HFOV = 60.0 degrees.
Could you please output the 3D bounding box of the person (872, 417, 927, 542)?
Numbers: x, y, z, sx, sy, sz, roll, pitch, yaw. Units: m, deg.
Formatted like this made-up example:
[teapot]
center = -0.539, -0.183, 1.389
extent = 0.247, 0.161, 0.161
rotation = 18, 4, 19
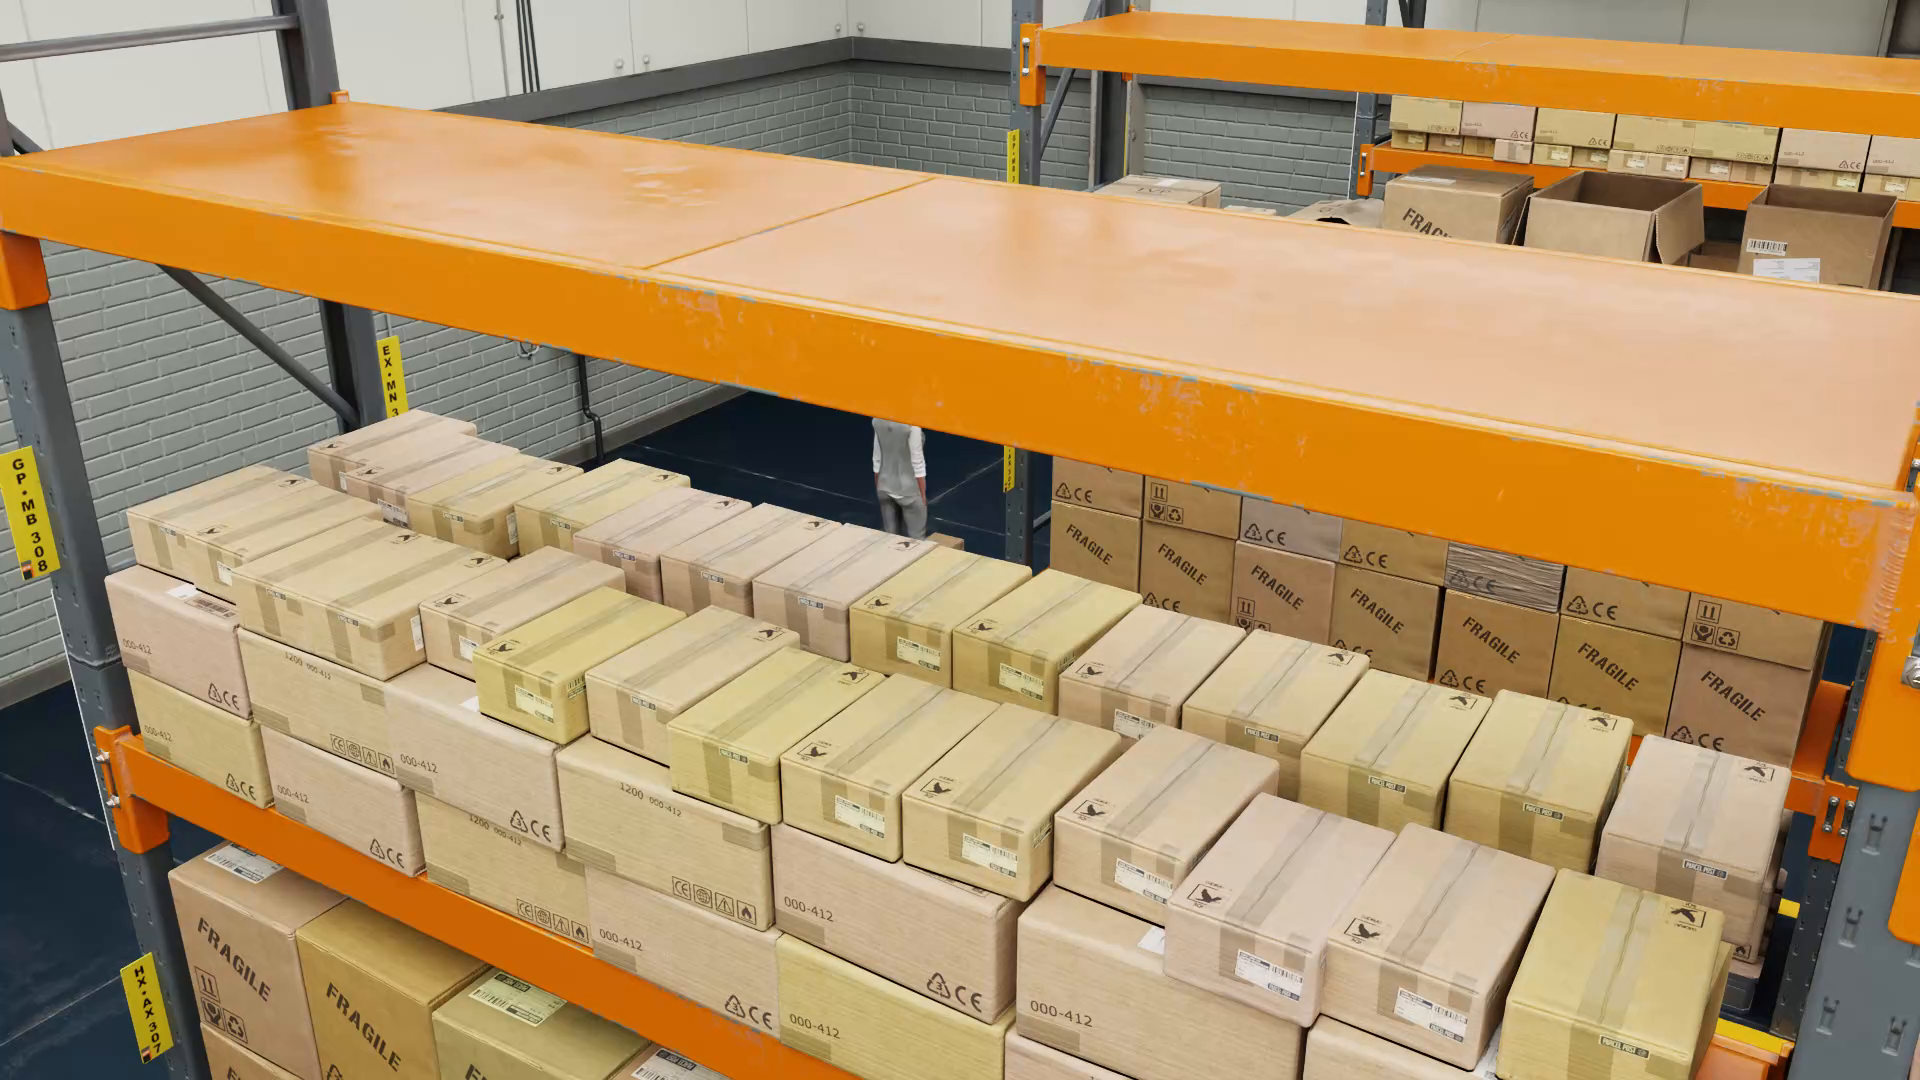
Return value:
[person]
center = -0.397, -0.334, 11.320
extent = 0.425, 1.603, 0.322
rotation = 15, 28, 31
